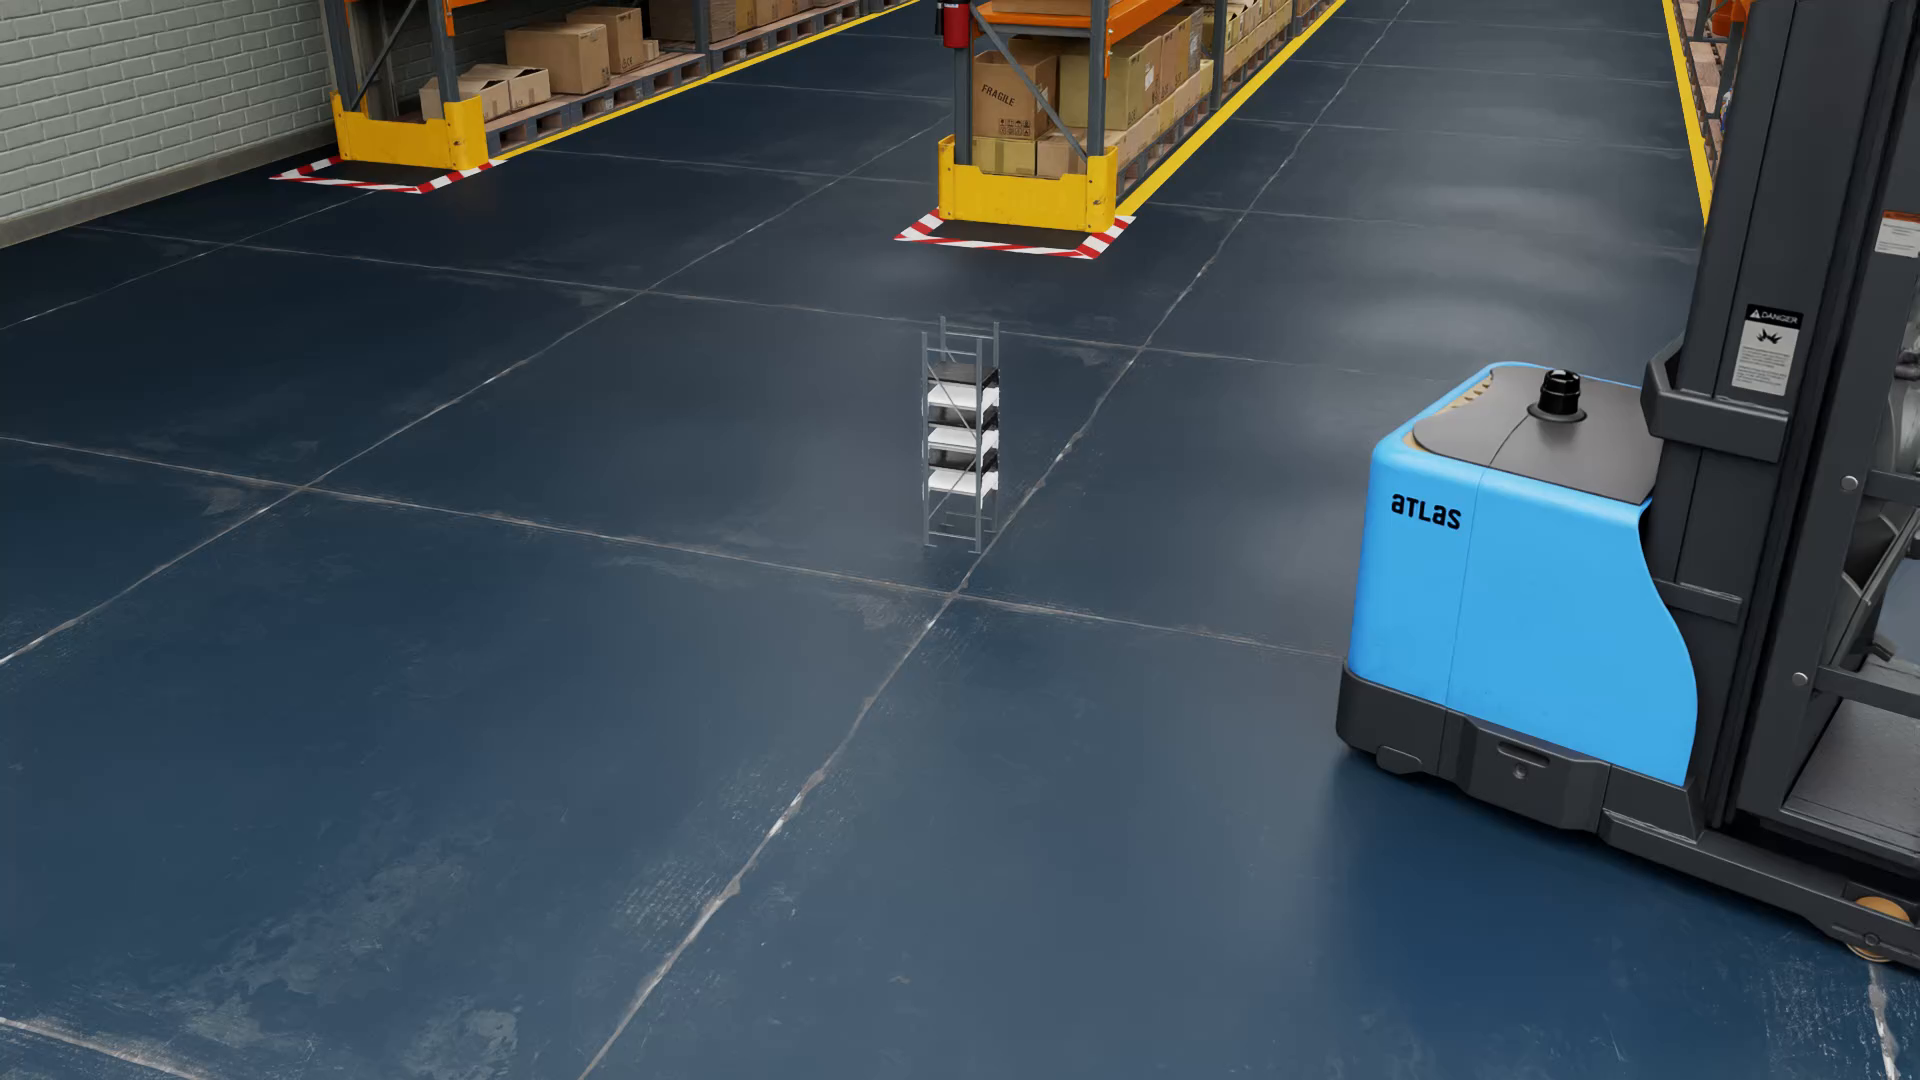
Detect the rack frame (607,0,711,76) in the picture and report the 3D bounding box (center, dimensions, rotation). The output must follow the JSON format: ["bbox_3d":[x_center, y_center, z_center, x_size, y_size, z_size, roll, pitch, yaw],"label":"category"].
[{"bbox_3d":[-2.887,-5.883,15.458,1.000,3.000,0.127,9,27,17],"label":"rack frame"}]

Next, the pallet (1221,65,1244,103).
[{"bbox_3d":[1.994,-4.219,15.222,1.003,0.211,1.213,9,27,17],"label":"pallet"}]

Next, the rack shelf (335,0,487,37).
[{"bbox_3d":[-3.553,-4.737,13.917,1.077,0.370,4.000,9,27,17],"label":"rack shelf"}]

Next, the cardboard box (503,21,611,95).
[{"bbox_3d":[-3.422,-4.112,14.163,0.700,0.500,0.500,7,27,14],"label":"cardboard box"}]

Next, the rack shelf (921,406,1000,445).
[{"bbox_3d":[0.003,-0.459,6.536,0.258,0.077,0.200,9,27,17],"label":"rack shelf"}]

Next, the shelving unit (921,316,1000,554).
[{"bbox_3d":[0.003,-0.408,6.561,0.258,0.900,0.210,9,27,17],"label":"shelving unit"}]

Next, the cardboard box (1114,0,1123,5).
[{"bbox_3d":[0.792,-3.973,11.400,0.700,0.500,0.500,9,27,19],"label":"cardboard box"}]

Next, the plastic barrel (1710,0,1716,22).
[{"bbox_3d":[8.036,-5.608,17.262,0.421,0.512,0.421,0,26,0],"label":"plastic barrel"}]

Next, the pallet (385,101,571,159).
[{"bbox_3d":[-3.890,-3.344,13.414,1.003,0.211,1.213,9,27,17],"label":"pallet"}]

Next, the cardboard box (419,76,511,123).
[{"bbox_3d":[-3.903,-3.498,13.113,0.500,0.311,0.500,6,26,12],"label":"cardboard box"}]

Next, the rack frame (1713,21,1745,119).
[{"bbox_3d":[6.455,-4.446,12.490,1.000,3.000,0.127,9,27,17],"label":"rack frame"}]

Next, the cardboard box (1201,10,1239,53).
[{"bbox_3d":[2.158,-4.503,14.639,0.500,0.311,0.500,9,27,18],"label":"cardboard box"}]

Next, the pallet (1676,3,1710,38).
[{"bbox_3d":[8.417,-5.664,18.207,1.003,0.211,1.213,9,27,17],"label":"pallet"}]

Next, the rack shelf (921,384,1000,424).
[{"bbox_3d":[0.003,-0.540,6.497,0.258,0.077,0.200,9,27,17],"label":"rack shelf"}]

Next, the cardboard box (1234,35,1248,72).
[{"bbox_3d":[2.324,-4.457,15.186,0.500,0.250,0.500,9,27,19],"label":"cardboard box"}]

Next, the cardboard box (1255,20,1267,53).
[{"bbox_3d":[2.664,-4.879,16.058,0.500,0.250,0.500,9,27,18],"label":"cardboard box"}]

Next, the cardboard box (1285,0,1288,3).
[{"bbox_3d":[3.174,-5.762,17.239,0.500,0.311,0.500,9,27,19],"label":"cardboard box"}]

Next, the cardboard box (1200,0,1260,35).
[{"bbox_3d":[2.500,-4.921,15.502,0.500,0.311,0.500,8,27,16],"label":"cardboard box"}]

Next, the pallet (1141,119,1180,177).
[{"bbox_3d":[1.077,-3.087,12.883,1.003,0.211,1.213,9,27,17],"label":"pallet"}]

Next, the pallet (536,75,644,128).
[{"bbox_3d":[-3.482,-3.843,14.446,1.003,0.211,1.213,9,27,17],"label":"pallet"}]

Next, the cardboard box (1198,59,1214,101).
[{"bbox_3d":[1.837,-3.895,14.026,0.500,0.250,0.500,9,27,17],"label":"cardboard box"}]

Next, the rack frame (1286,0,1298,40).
[{"bbox_3d":[3.116,-6.810,17.372,1.000,3.000,0.127,9,27,17],"label":"rack frame"}]

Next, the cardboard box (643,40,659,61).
[{"bbox_3d":[-3.037,-4.581,15.516,0.380,0.166,0.250,5,26,11],"label":"cardboard box"}]

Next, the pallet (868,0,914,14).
[{"bbox_3d":[-1.223,-6.584,20.107,1.003,0.211,1.213,9,27,17],"label":"pallet"}]

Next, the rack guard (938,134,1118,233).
[{"bbox_3d":[0.446,-2.387,11.106,1.175,0.500,0.348,9,27,17],"label":"rack guard"}]

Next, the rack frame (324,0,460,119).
[{"bbox_3d":[-4.218,-4.239,12.063,1.000,3.000,0.127,9,27,17],"label":"rack frame"}]

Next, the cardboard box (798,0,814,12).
[{"bbox_3d":[-2.028,-6.101,18.272,0.700,0.500,0.500,9,27,17],"label":"cardboard box"}]

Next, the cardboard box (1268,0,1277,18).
[{"bbox_3d":[2.837,-5.341,16.369,0.500,0.311,0.500,9,27,17],"label":"cardboard box"}]

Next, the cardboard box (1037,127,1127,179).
[{"bbox_3d":[0.842,-2.662,11.478,0.500,0.250,0.500,9,27,17],"label":"cardboard box"}]

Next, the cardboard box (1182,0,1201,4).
[{"bbox_3d":[1.985,-4.997,15.659,0.500,0.311,0.500,9,27,17],"label":"cardboard box"}]

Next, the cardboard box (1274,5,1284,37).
[{"bbox_3d":[3.003,-5.297,16.922,0.500,0.250,0.500,8,27,17],"label":"cardboard box"}]

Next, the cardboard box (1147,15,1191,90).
[{"bbox_3d":[1.497,-3.823,13.016,0.500,0.500,0.500,9,27,17],"label":"cardboard box"}]

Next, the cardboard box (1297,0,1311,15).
[{"bbox_3d":[3.537,-6.028,18.122,0.500,0.500,0.500,10,28,20],"label":"cardboard box"}]

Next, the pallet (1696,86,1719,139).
[{"bbox_3d":[6.680,-3.519,13.776,1.003,0.211,1.213,9,27,17],"label":"pallet"}]

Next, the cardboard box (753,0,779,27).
[{"bbox_3d":[-2.326,-5.684,17.411,0.700,0.500,0.500,9,27,18],"label":"cardboard box"}]

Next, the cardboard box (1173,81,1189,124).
[{"bbox_3d":[1.509,-3.483,13.176,0.500,0.250,0.500,9,27,17],"label":"cardboard box"}]

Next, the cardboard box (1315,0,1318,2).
[{"bbox_3d":[3.878,-6.449,18.992,0.500,0.500,0.500,8,27,17],"label":"cardboard box"}]

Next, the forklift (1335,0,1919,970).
[{"bbox_3d":[2.677,-0.408,4.229,3.031,2.935,1.130,19,31,33],"label":"forklift"}]

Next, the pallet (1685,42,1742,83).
[{"bbox_3d":[7.492,-4.522,15.847,1.003,0.211,1.213,9,27,17],"label":"pallet"}]

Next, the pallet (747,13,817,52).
[{"bbox_3d":[-2.225,-5.451,17.766,1.003,0.211,1.213,9,27,17],"label":"pallet"}]

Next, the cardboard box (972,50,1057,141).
[{"bbox_3d":[0.352,-3.074,11.471,0.500,0.500,0.500,9,27,17],"label":"cardboard box"}]

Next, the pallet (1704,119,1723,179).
[{"bbox_3d":[6.192,-2.921,12.541,1.003,0.211,1.213,9,27,17],"label":"pallet"}]

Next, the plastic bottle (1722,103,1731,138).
[{"bbox_3d":[5.795,-3.180,12.411,0.144,0.351,0.185,10,27,19],"label":"plastic bottle"}]

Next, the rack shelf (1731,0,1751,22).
[{"bbox_3d":[5.789,-3.300,10.950,1.077,0.370,4.000,9,27,17],"label":"rack shelf"}]

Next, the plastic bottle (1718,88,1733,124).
[{"bbox_3d":[5.936,-3.349,12.850,0.097,0.271,0.097,0,26,0],"label":"plastic bottle"}]

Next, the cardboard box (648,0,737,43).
[{"bbox_3d":[-2.658,-5.260,16.536,0.700,0.500,0.500,10,27,19],"label":"cardboard box"}]

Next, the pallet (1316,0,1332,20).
[{"bbox_3d":[3.808,-6.355,19.634,1.003,0.211,1.213,9,27,17],"label":"pallet"}]

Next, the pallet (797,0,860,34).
[{"bbox_3d":[-1.818,-5.950,18.798,1.003,0.211,1.213,9,27,17],"label":"pallet"}]

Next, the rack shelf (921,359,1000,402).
[{"bbox_3d":[0.003,-0.621,6.458,0.258,0.077,0.200,9,27,17],"label":"rack shelf"}]

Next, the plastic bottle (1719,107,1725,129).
[{"bbox_3d":[5.868,-3.234,12.693,0.097,0.201,0.097,0,26,0],"label":"plastic bottle"}]

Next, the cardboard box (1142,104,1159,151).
[{"bbox_3d":[1.172,-3.073,12.328,0.500,0.250,0.500,9,27,17],"label":"cardboard box"}]

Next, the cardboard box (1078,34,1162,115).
[{"bbox_3d":[1.161,-3.412,12.168,0.500,0.500,0.500,9,27,17],"label":"cardboard box"}]

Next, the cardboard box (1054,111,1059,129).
[{"bbox_3d":[0.509,-2.944,12.061,0.500,0.250,0.500,9,27,17],"label":"cardboard box"}]

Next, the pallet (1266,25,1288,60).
[{"bbox_3d":[2.806,-5.222,17.293,1.003,0.211,1.213,9,27,17],"label":"pallet"}]

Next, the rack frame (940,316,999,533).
[{"bbox_3d":[0.037,-0.450,6.647,0.240,0.900,0.006,9,27,17],"label":"rack frame"}]
